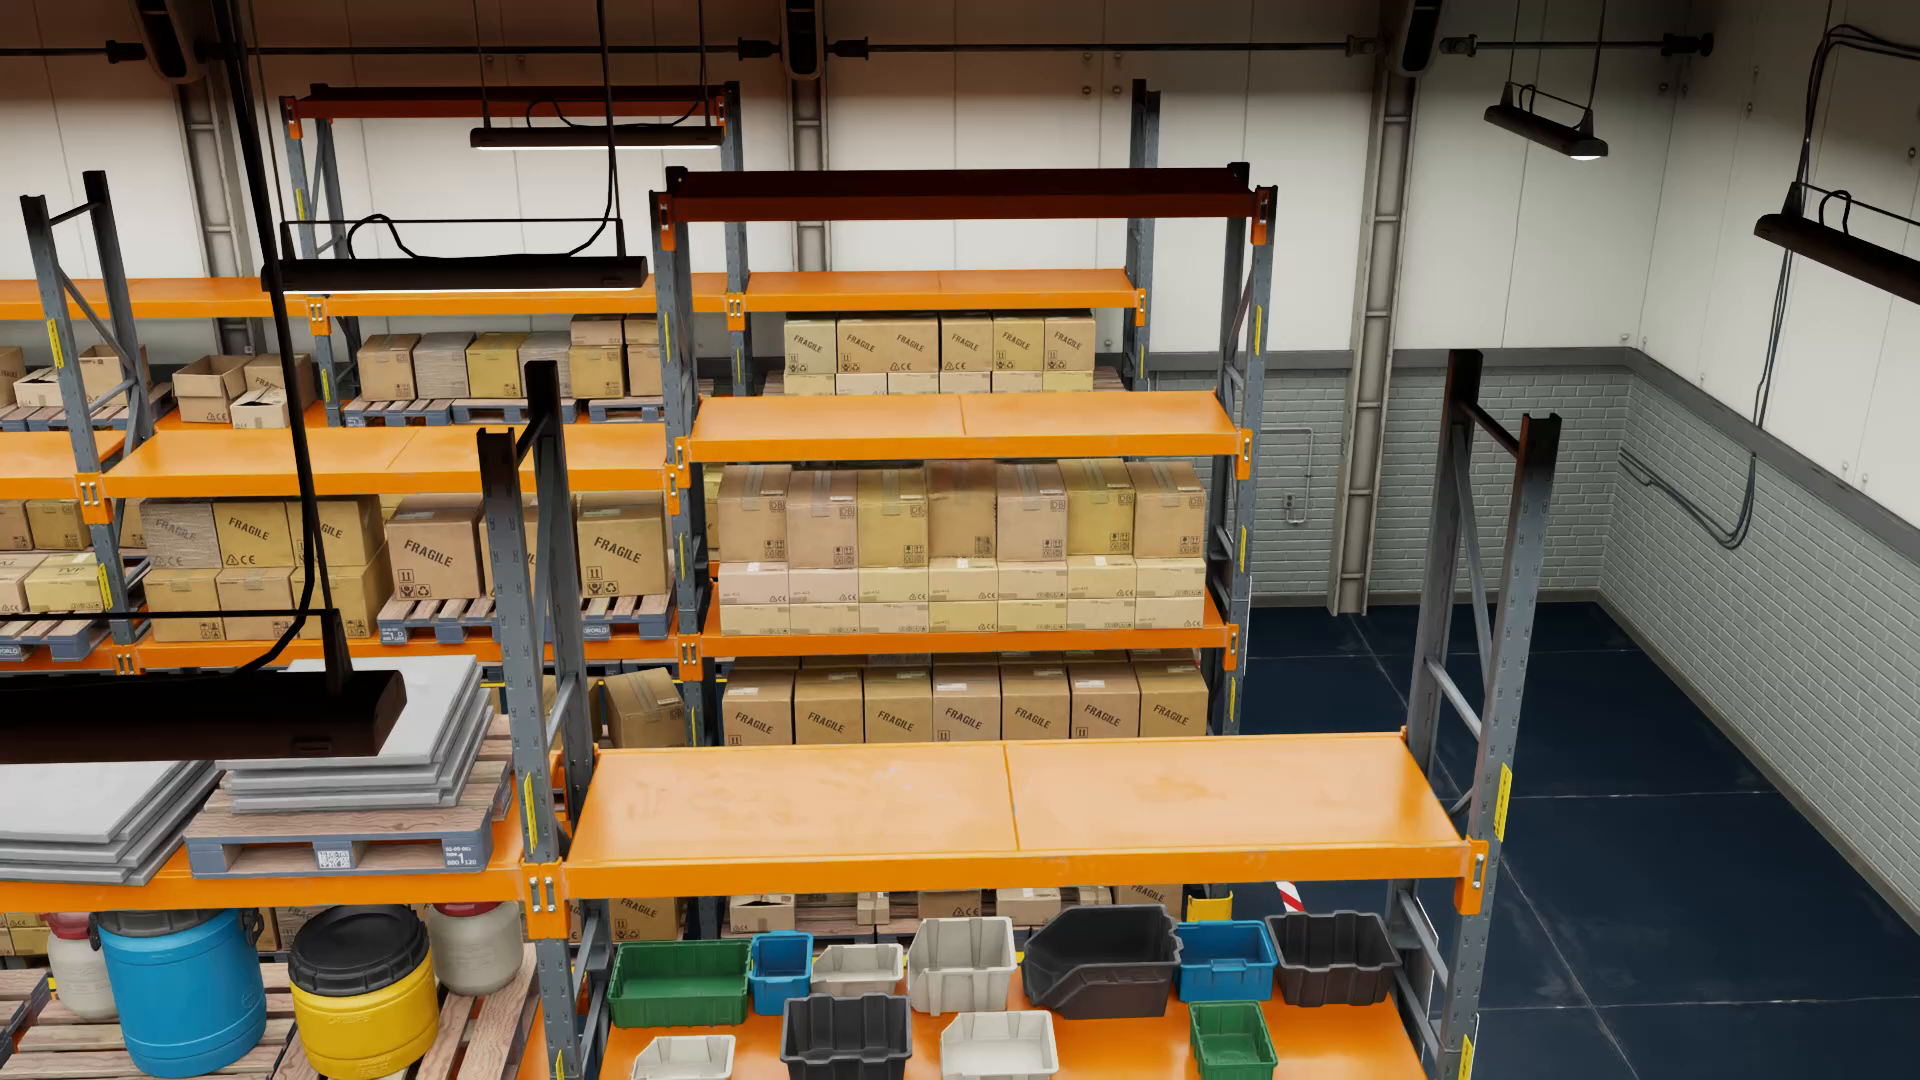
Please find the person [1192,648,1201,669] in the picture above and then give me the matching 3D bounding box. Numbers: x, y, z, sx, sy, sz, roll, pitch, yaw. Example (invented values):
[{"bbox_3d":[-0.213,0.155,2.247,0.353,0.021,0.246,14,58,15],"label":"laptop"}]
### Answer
[{"bbox_3d":[2.083,1.168,16.018,0.487,1.663,0.679,-9,24,-21],"label":"person"}]
